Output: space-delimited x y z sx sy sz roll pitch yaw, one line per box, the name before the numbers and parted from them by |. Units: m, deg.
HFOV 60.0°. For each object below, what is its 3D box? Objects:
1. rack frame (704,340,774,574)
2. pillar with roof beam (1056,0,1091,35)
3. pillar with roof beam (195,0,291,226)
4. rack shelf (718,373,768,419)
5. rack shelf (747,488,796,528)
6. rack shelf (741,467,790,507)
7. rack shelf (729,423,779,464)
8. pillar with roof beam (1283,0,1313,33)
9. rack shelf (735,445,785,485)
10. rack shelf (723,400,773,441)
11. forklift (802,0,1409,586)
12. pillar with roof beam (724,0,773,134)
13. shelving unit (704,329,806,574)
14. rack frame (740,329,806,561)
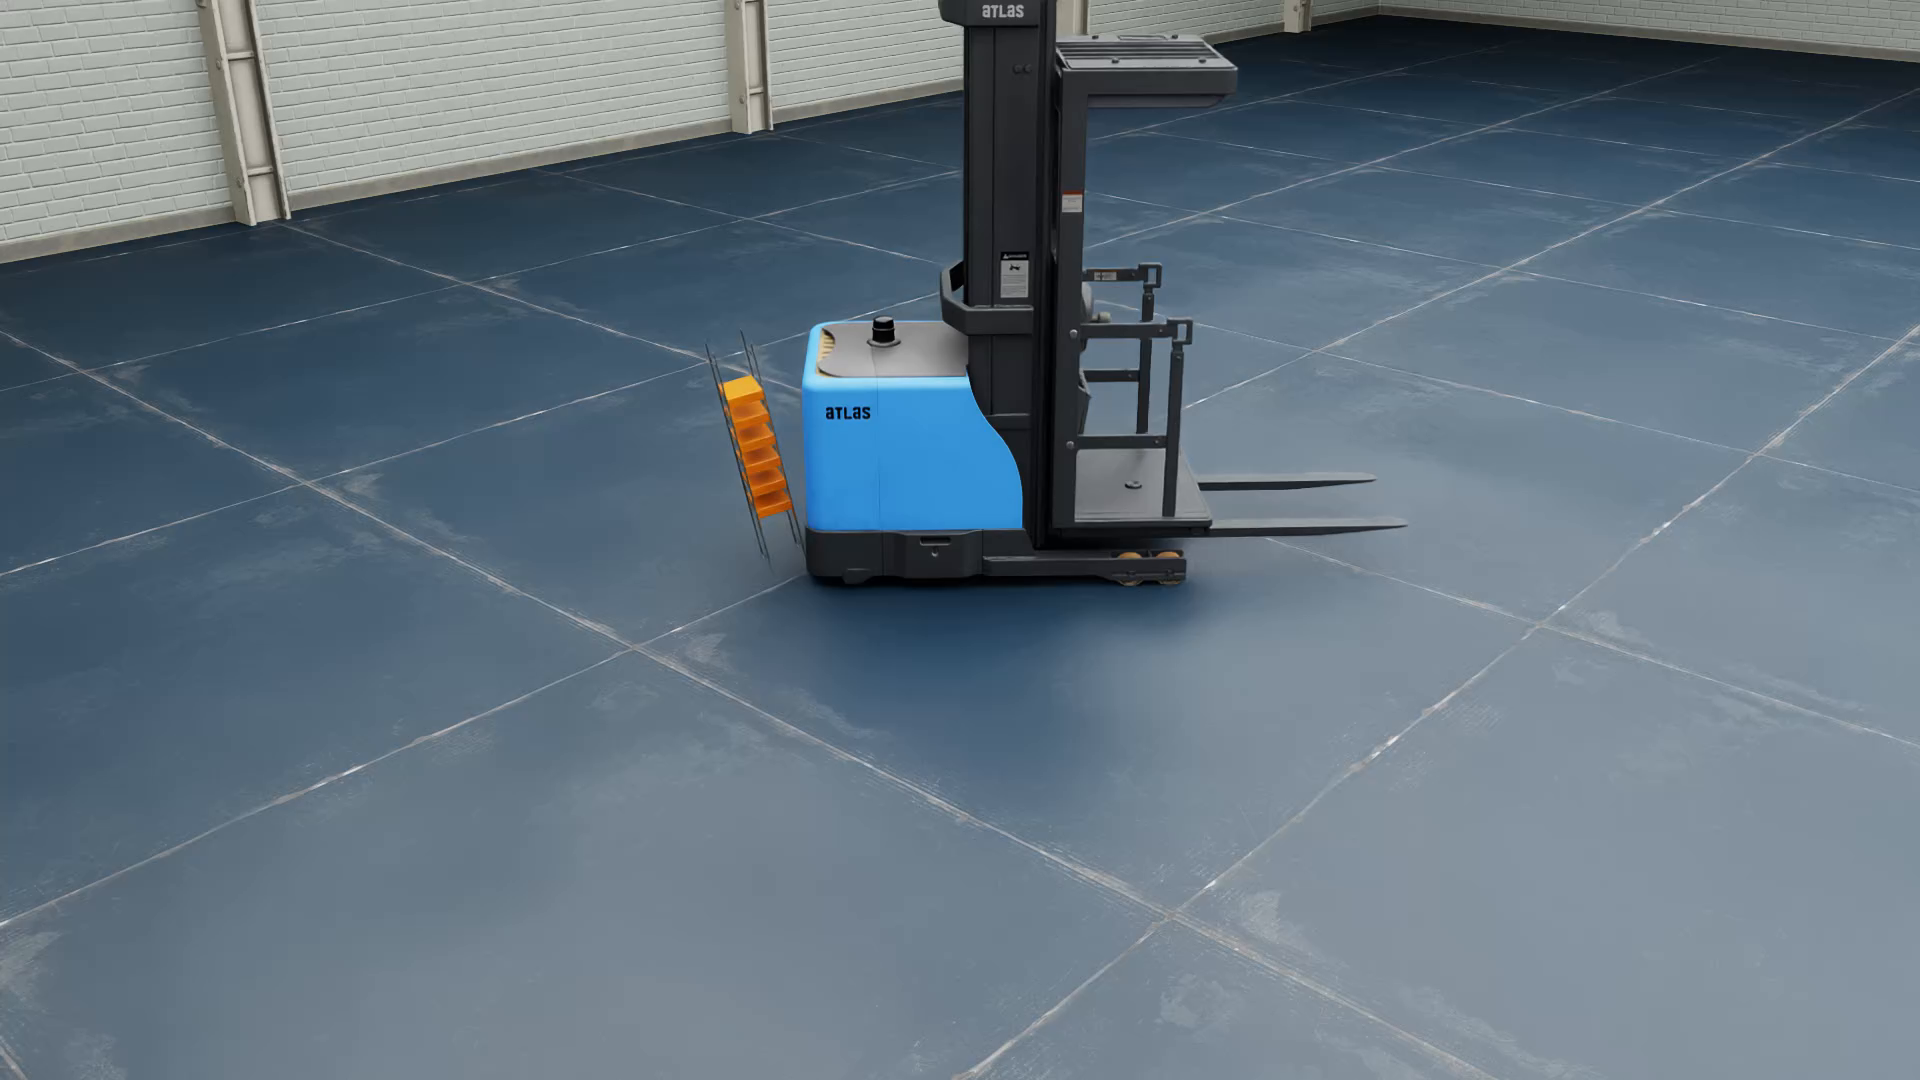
rack frame | -1.086 -0.397 8.191 0.006 1.200 0.240 -18 28 -13
pillar with roof beam | 4.782 -9.547 19.044 9.100 9.000 0.400 20 31 38
pillar with roof beam | -3.227 -5.891 10.890 9.100 9.000 0.400 20 31 38
rack shelf | -1.058 -0.699 8.067 0.180 0.103 0.258 -18 28 -13
rack shelf | -0.951 -0.177 8.341 0.180 0.103 0.258 -18 28 -13
rack shelf | -0.972 -0.281 8.287 0.180 0.103 0.258 -18 28 -13
rack shelf | -1.015 -0.490 8.177 0.180 0.103 0.258 -18 28 -13
pillar with roof beam | 8.787 -11.375 23.121 9.100 9.000 0.400 20 31 38
rack shelf | -0.993 -0.386 8.232 0.180 0.103 0.258 -18 28 -13
rack shelf | -1.036 -0.595 8.122 0.180 0.103 0.258 -18 28 -13
forklift | 0.739 -1.325 8.123 3.031 2.935 1.130 -1 24 -2
pillar with roof beam | 0.778 -7.719 14.967 9.100 9.000 0.400 20 31 38
shelving unit | -1.001 -0.425 8.211 0.189 1.200 0.258 -18 28 -13
rack frame | -0.917 -0.452 8.231 0.006 1.200 0.240 -18 28 -13
